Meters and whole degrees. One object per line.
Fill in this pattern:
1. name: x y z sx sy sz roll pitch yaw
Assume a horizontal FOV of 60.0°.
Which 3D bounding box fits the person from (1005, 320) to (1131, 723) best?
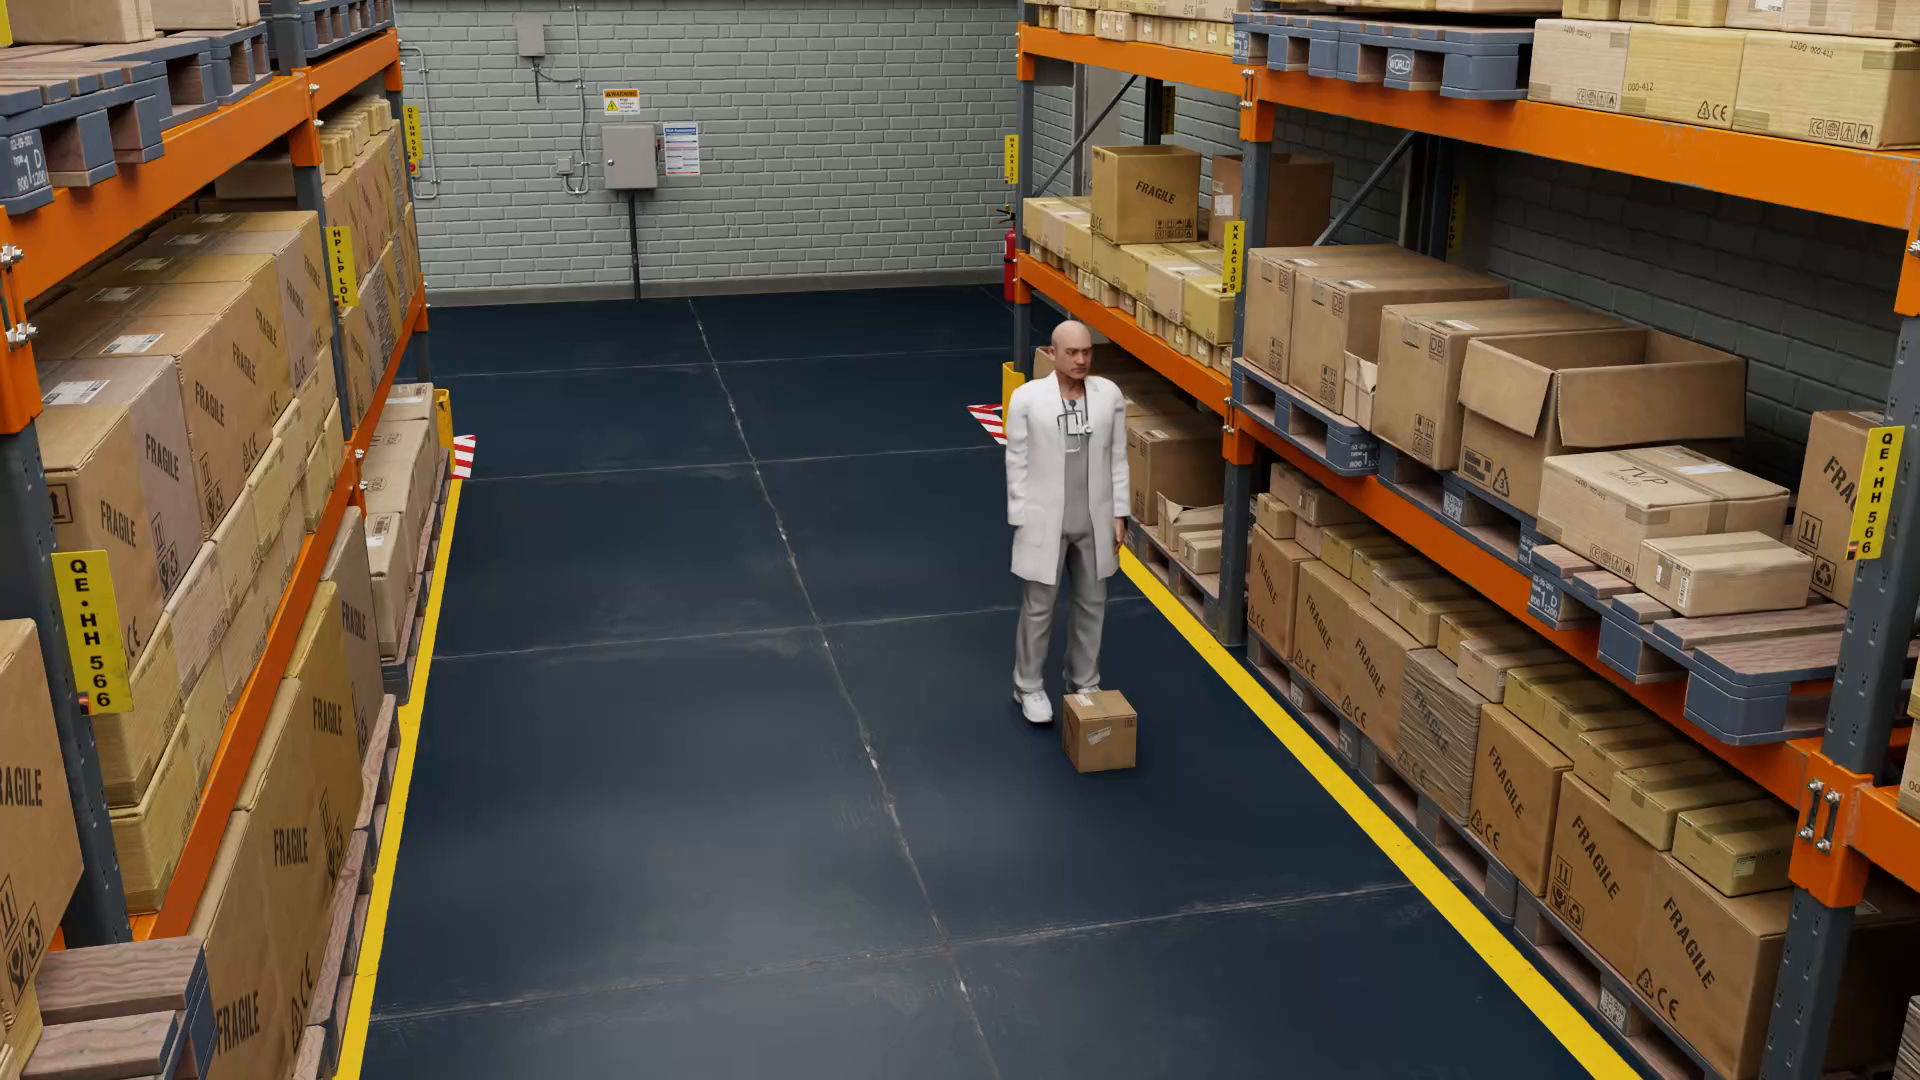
1. person: 0.483 -0.076 7.309 0.558 1.779 0.390 -4 20 -12
